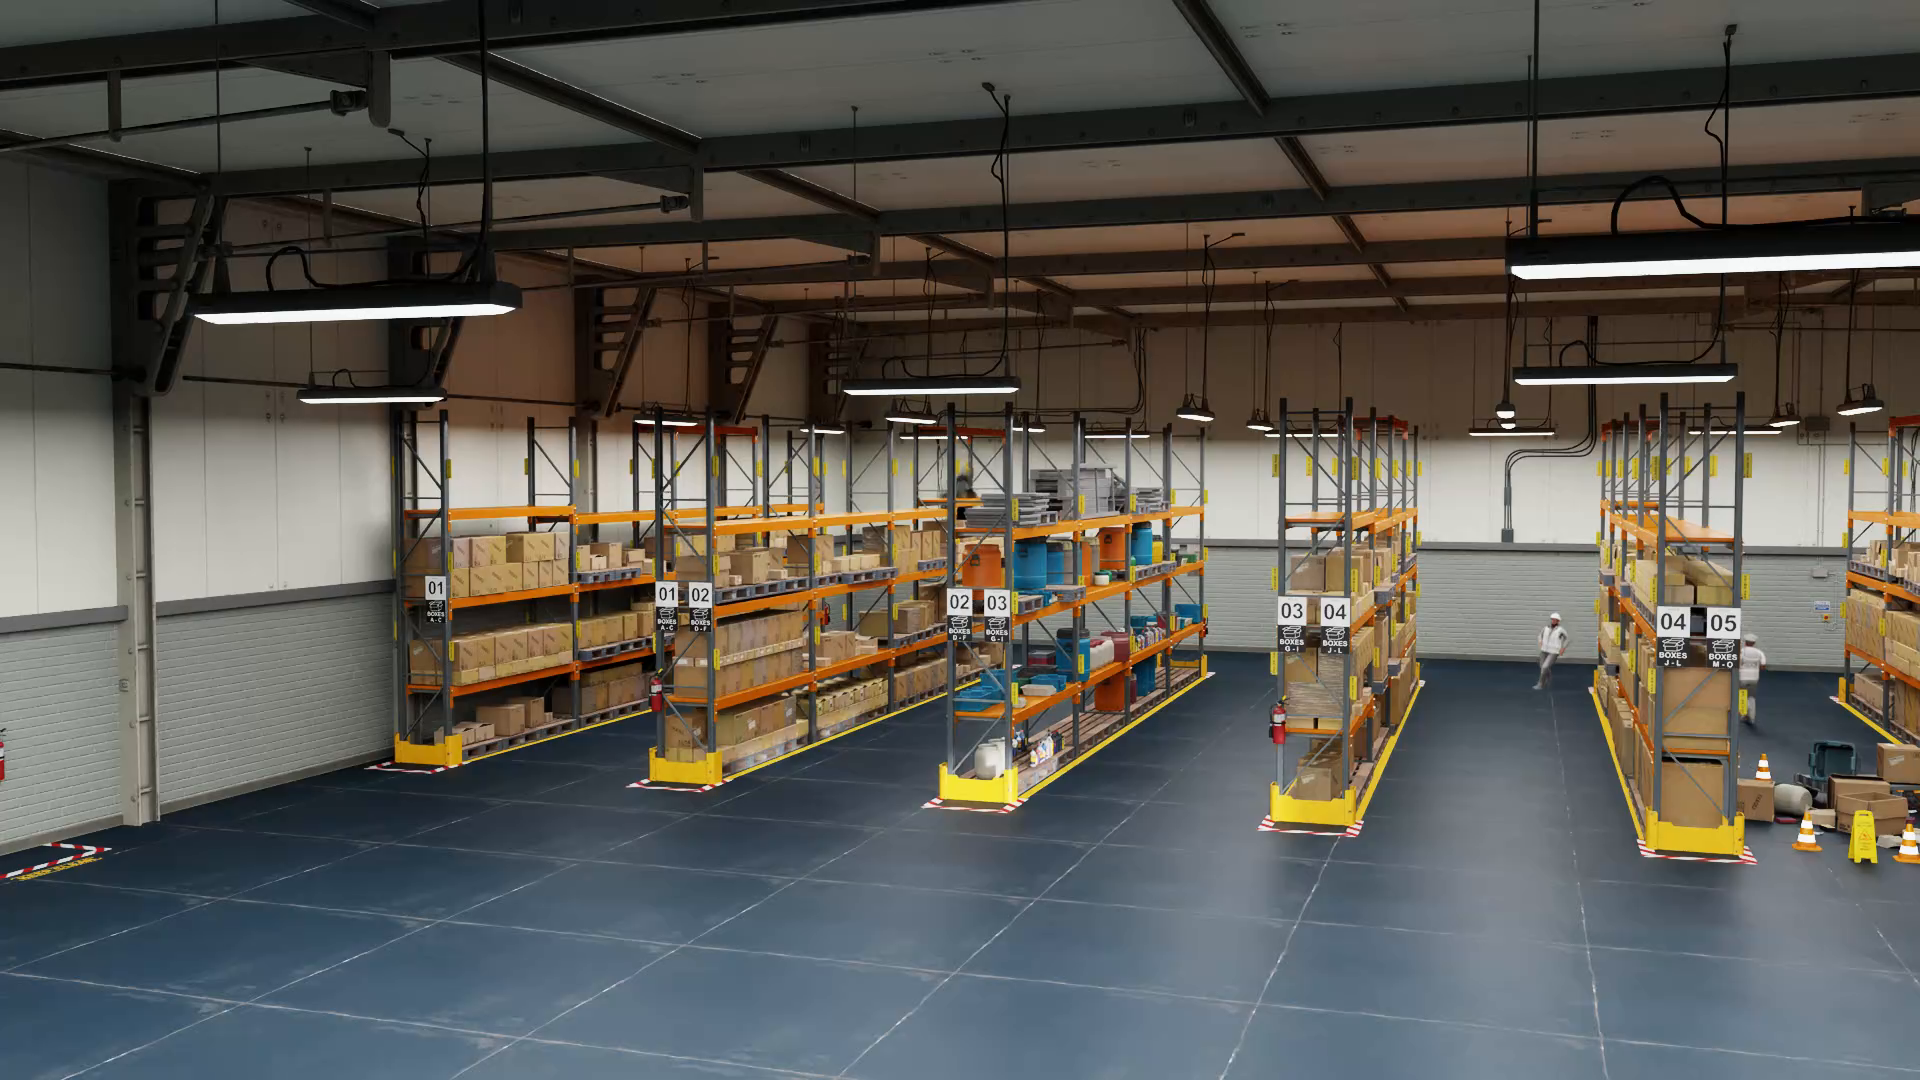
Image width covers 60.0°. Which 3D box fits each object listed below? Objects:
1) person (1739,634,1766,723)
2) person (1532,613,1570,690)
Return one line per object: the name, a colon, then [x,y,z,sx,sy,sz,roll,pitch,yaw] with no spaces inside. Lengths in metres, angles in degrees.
person: [15.518,2.727,32.806,0.672,1.752,0.629,1,3,13]
person: [13.377,2.520,37.597,0.903,1.729,0.714,-2,3,-43]
